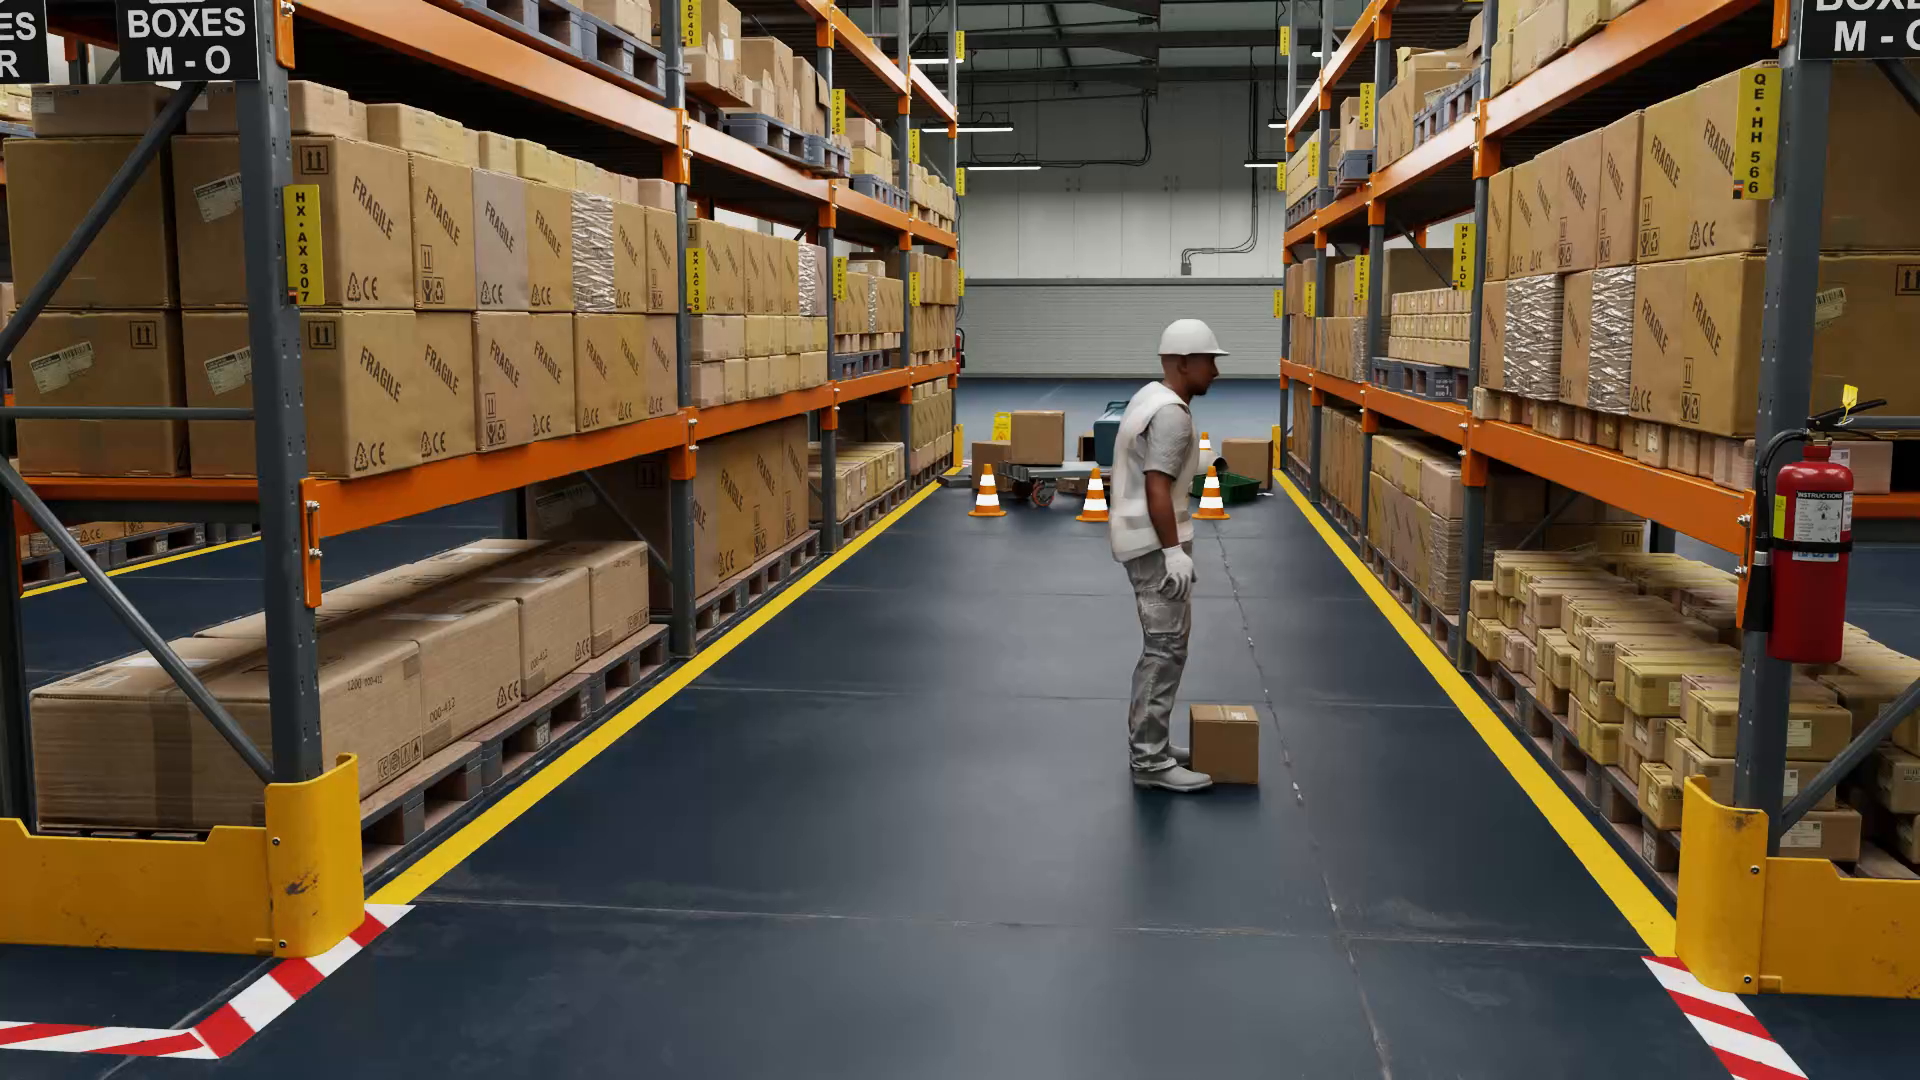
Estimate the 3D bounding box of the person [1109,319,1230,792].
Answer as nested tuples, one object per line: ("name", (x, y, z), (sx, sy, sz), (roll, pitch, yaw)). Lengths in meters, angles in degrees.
("person", (0.803, 0.042, 6.428), (0.453, 1.773, 0.629), (1, 8, 5))
